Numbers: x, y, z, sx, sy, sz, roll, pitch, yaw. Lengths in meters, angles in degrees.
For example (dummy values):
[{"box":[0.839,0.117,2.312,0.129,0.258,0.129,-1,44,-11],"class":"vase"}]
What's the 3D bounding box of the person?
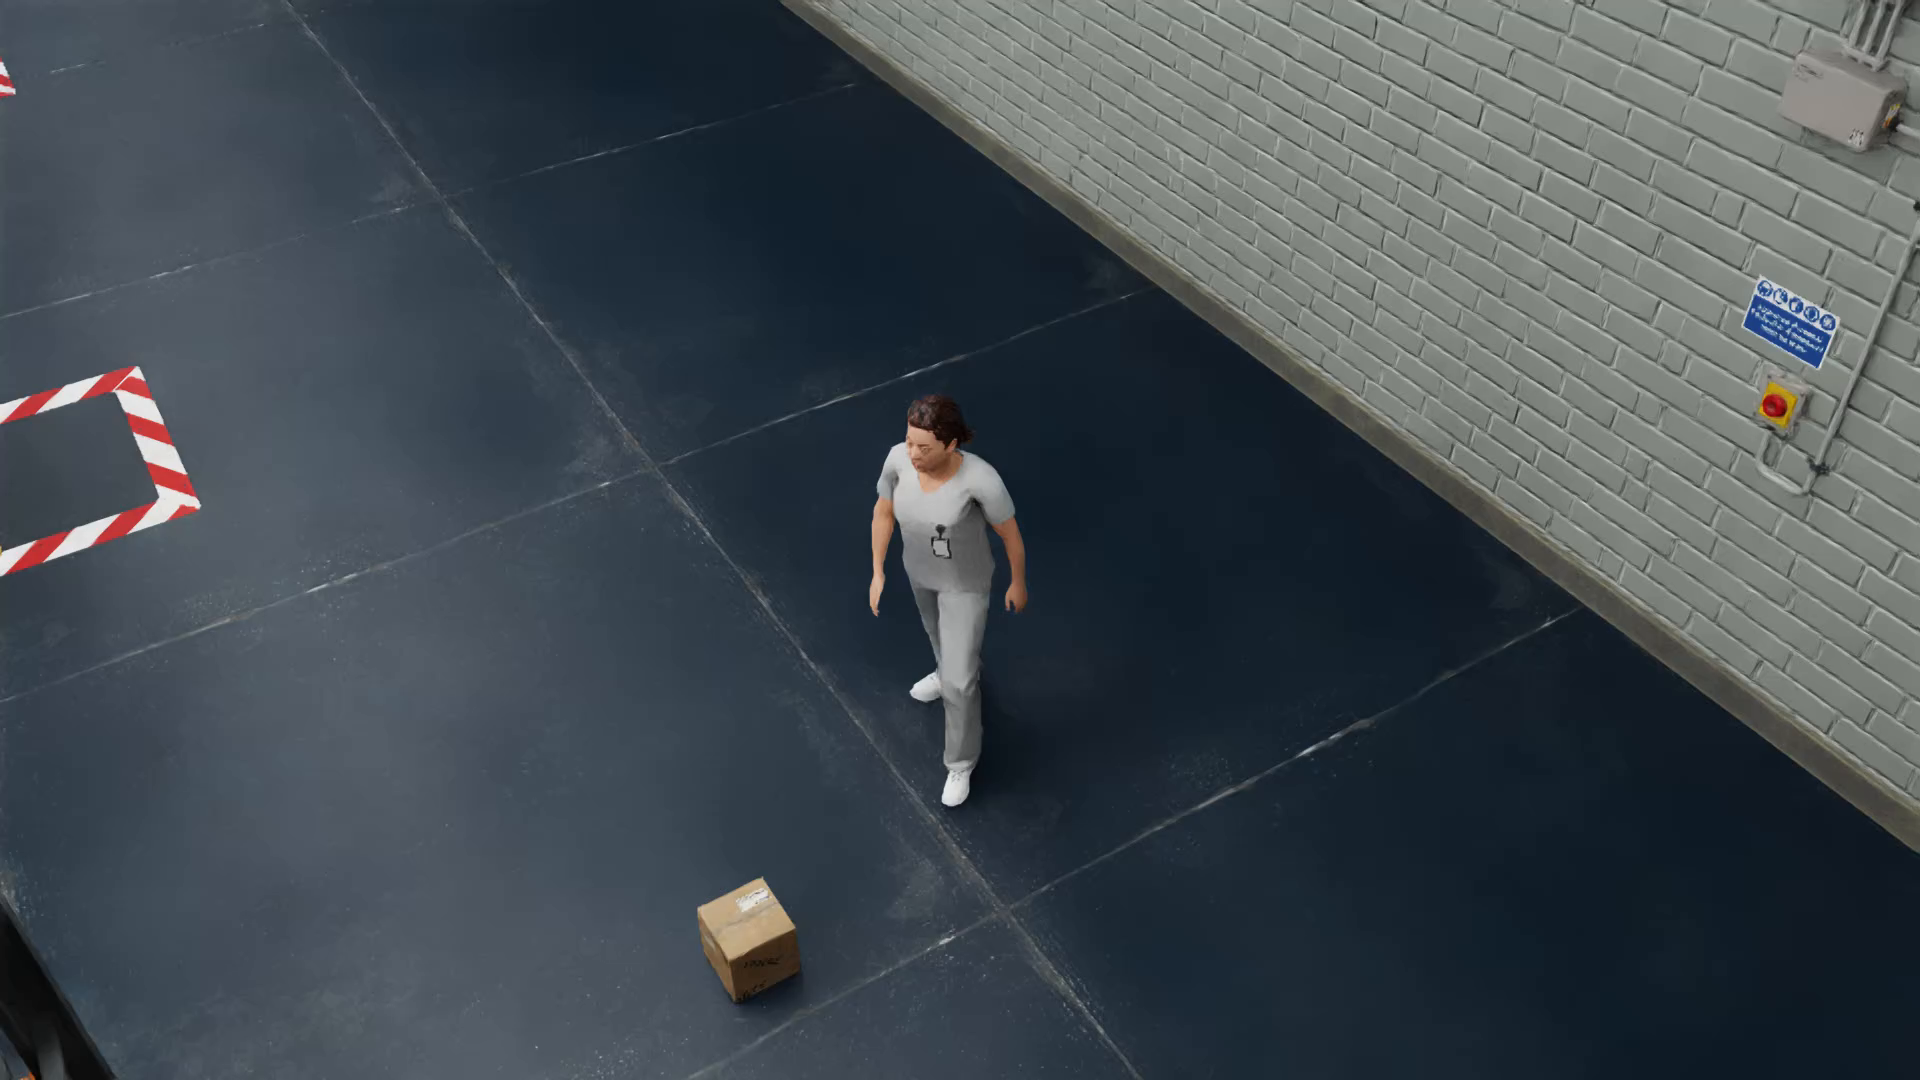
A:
[{"box":[-0.044,0.138,6.010,0.543,1.640,0.676,24,47,26],"class":"person"}]
